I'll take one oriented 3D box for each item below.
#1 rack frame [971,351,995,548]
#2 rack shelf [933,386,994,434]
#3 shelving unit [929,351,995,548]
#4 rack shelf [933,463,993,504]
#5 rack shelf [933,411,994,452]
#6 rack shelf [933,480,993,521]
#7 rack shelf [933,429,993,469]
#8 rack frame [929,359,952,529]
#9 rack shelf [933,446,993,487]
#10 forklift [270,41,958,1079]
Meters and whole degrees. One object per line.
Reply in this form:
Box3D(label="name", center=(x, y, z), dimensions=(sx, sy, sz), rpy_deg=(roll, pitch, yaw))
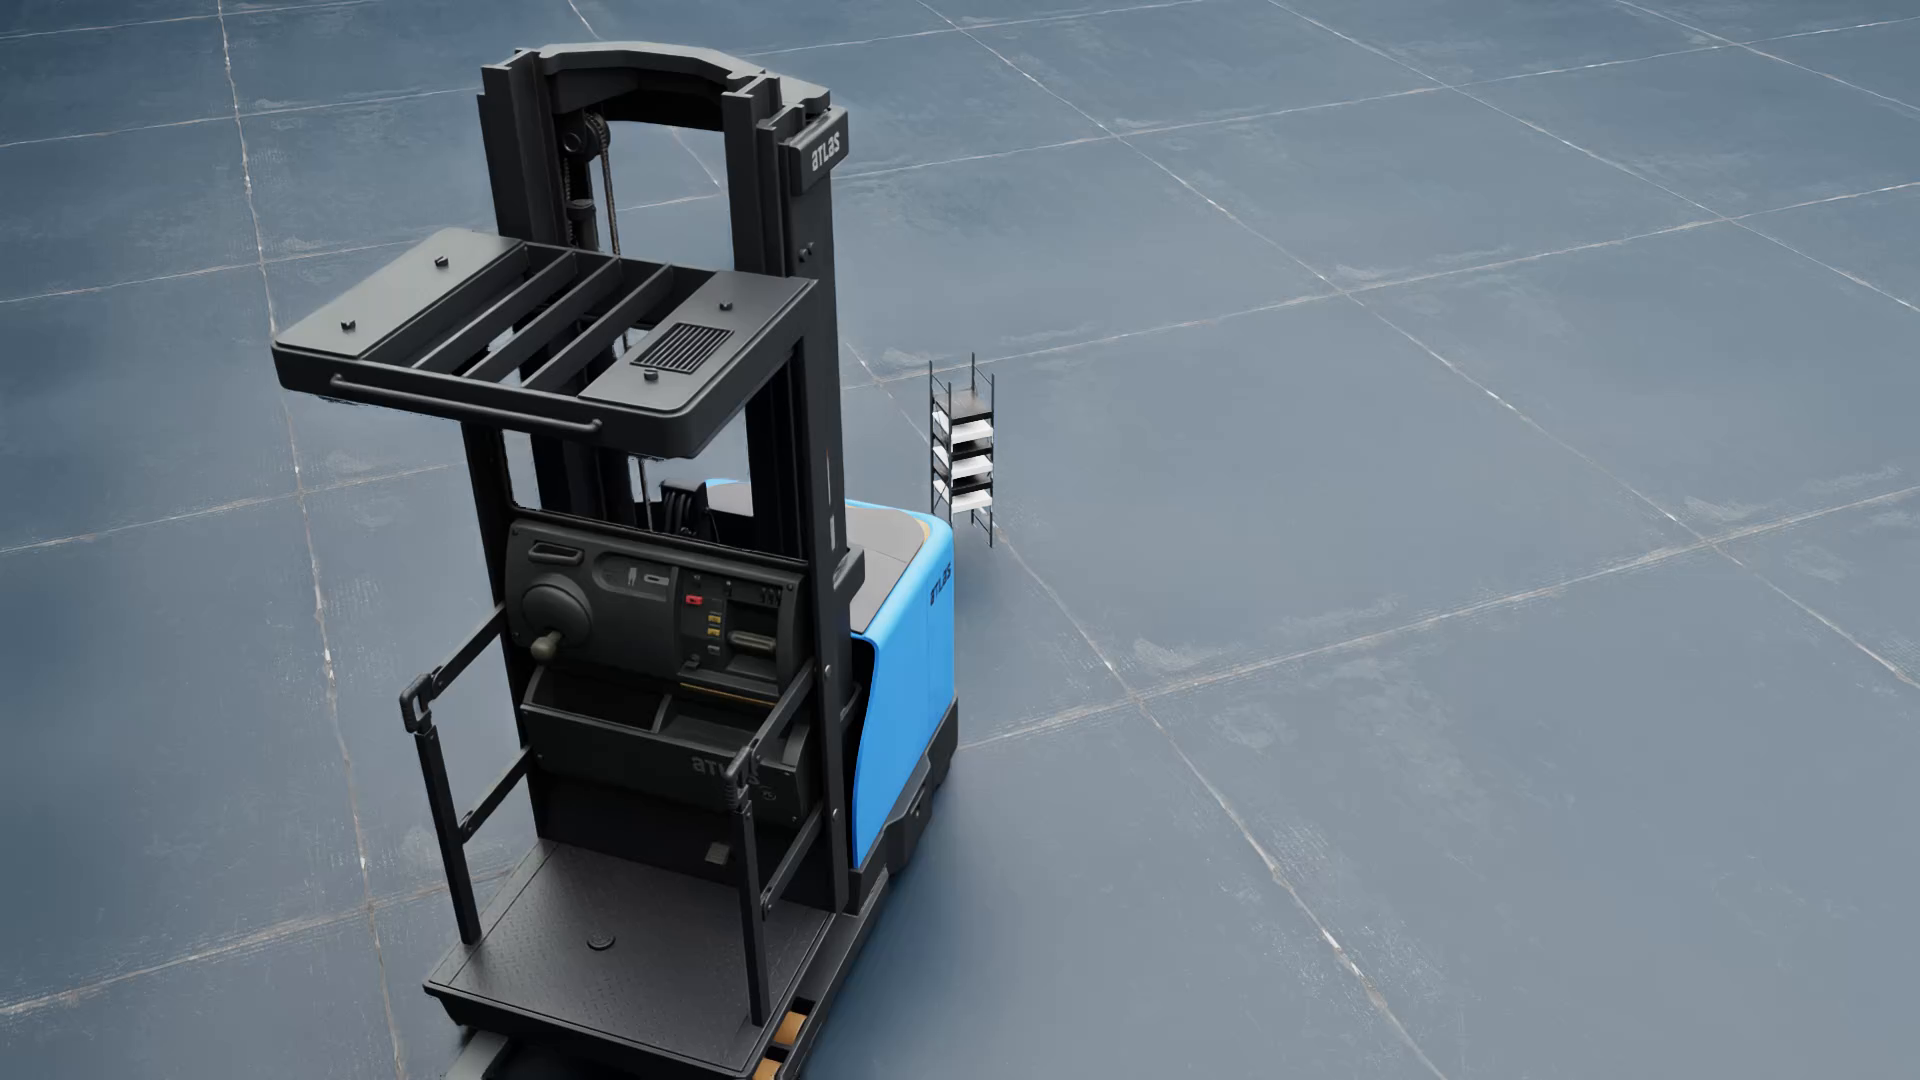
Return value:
Box3D(label="rack frame", center=(0.101, -0.400, 7.540), dimensions=(0.006, 0.900, 0.240), rpy_deg=(-13, 35, -19))
Box3D(label="rack shelf", center=(0.008, -0.577, 7.378), dimensions=(0.200, 0.077, 0.258), rpy_deg=(-13, 35, -19))
Box3D(label="shelving unit", center=(0.007, -0.379, 7.507), dimensions=(0.210, 0.900, 0.258), rpy_deg=(-13, 35, -19))
Box3D(label="rack shelf", center=(0.007, -0.276, 7.574), dimensions=(0.200, 0.077, 0.258), rpy_deg=(-13, 35, -19))
Box3D(label="rack shelf", center=(0.008, -0.502, 7.427), dimensions=(0.200, 0.077, 0.258), rpy_deg=(-13, 35, -19))
Box3D(label="rack shelf", center=(0.007, -0.200, 7.624), dimensions=(0.200, 0.077, 0.258), rpy_deg=(-13, 35, -19))
Box3D(label="rack shelf", center=(0.007, -0.426, 7.476), dimensions=(0.200, 0.077, 0.258), rpy_deg=(-13, 35, -19))
Box3D(label="rack frame", center=(-0.086, -0.357, 7.474), dimensions=(0.006, 0.900, 0.240), rpy_deg=(-13, 35, -19))
Box3D(label="rack shelf", center=(0.007, -0.351, 7.525), dimensions=(0.200, 0.077, 0.258), rpy_deg=(-13, 35, -19))
Box3D(label="forklift", center=(-0.968, 0.265, 4.655), dimensions=(1.130, 2.935, 3.031), rpy_deg=(11, 35, 16))
